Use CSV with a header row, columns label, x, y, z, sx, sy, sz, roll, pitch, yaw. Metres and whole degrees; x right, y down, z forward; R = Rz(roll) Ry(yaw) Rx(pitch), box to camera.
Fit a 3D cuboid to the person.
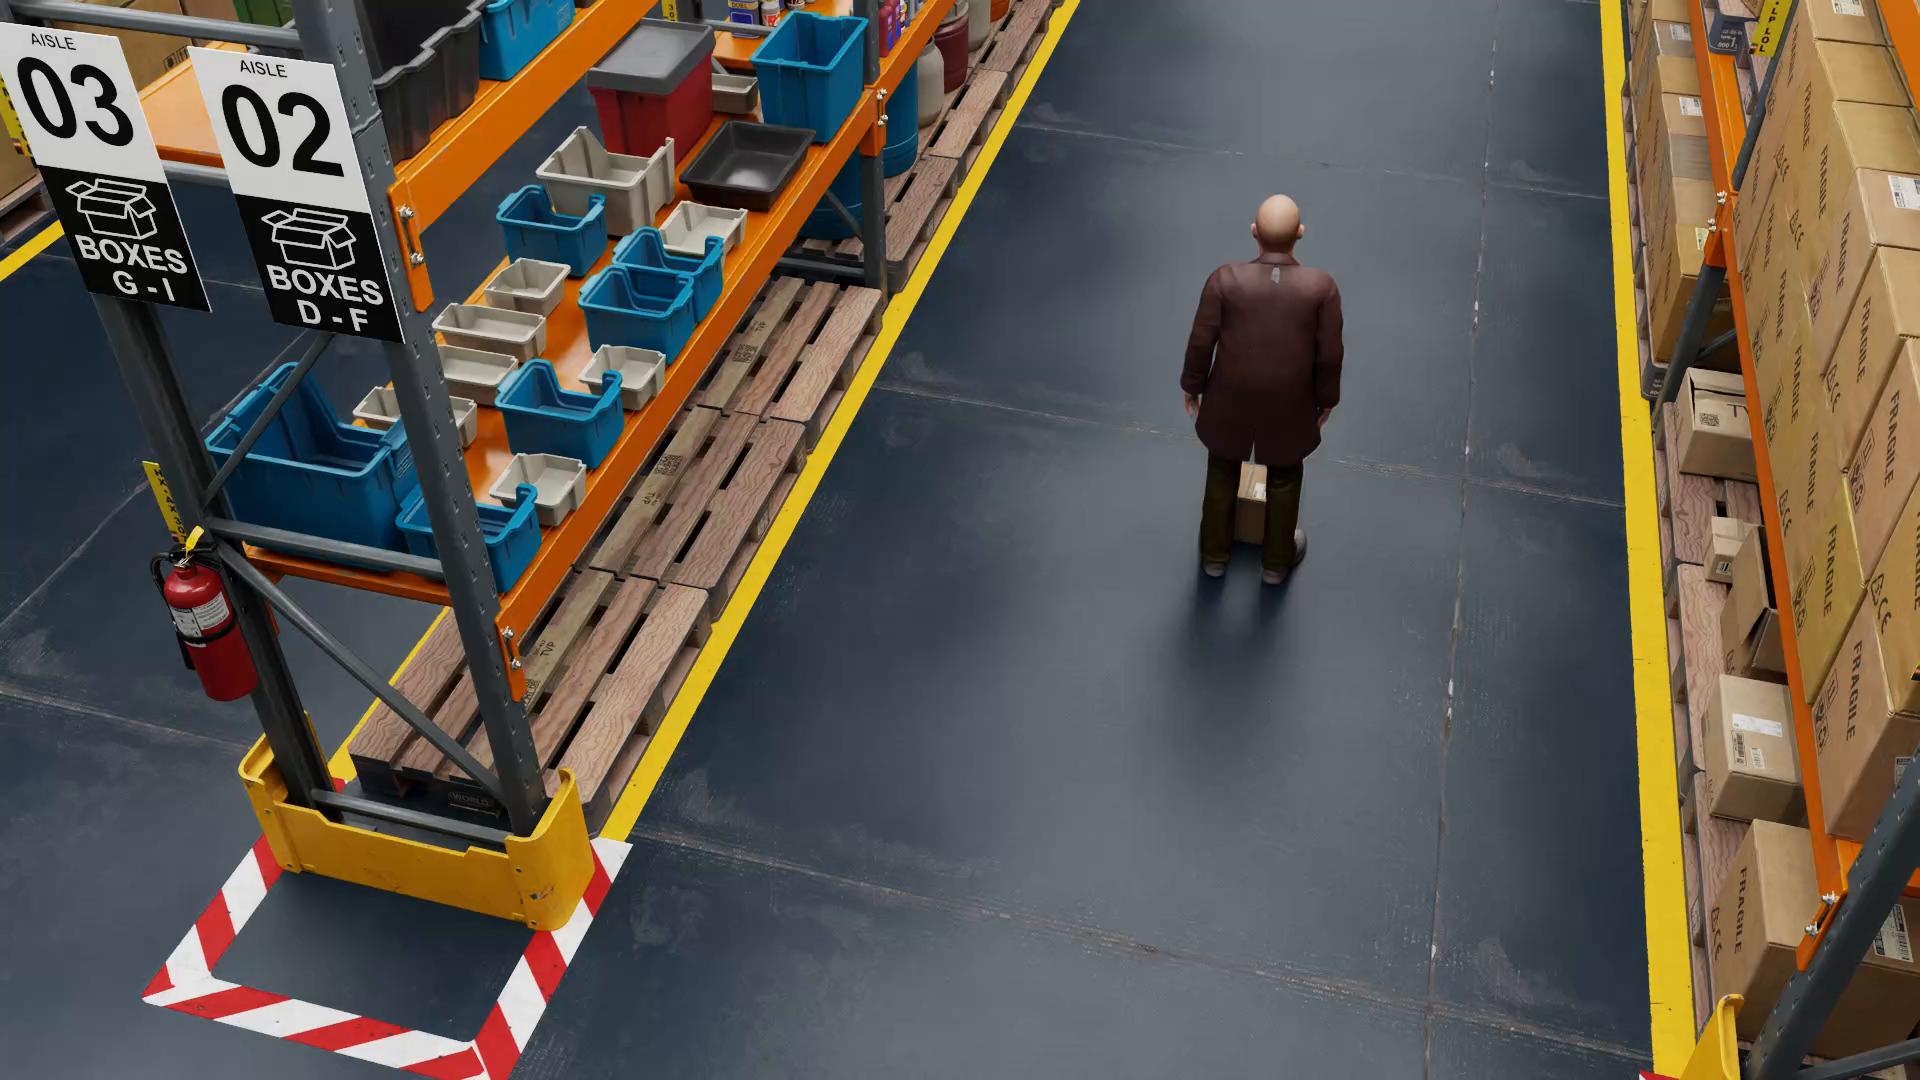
label,x,y,z,sx,sy,sz,roll,pitch,yaw
person,1.232,-0.594,6.864,0.654,1.774,0.421,8,41,9
